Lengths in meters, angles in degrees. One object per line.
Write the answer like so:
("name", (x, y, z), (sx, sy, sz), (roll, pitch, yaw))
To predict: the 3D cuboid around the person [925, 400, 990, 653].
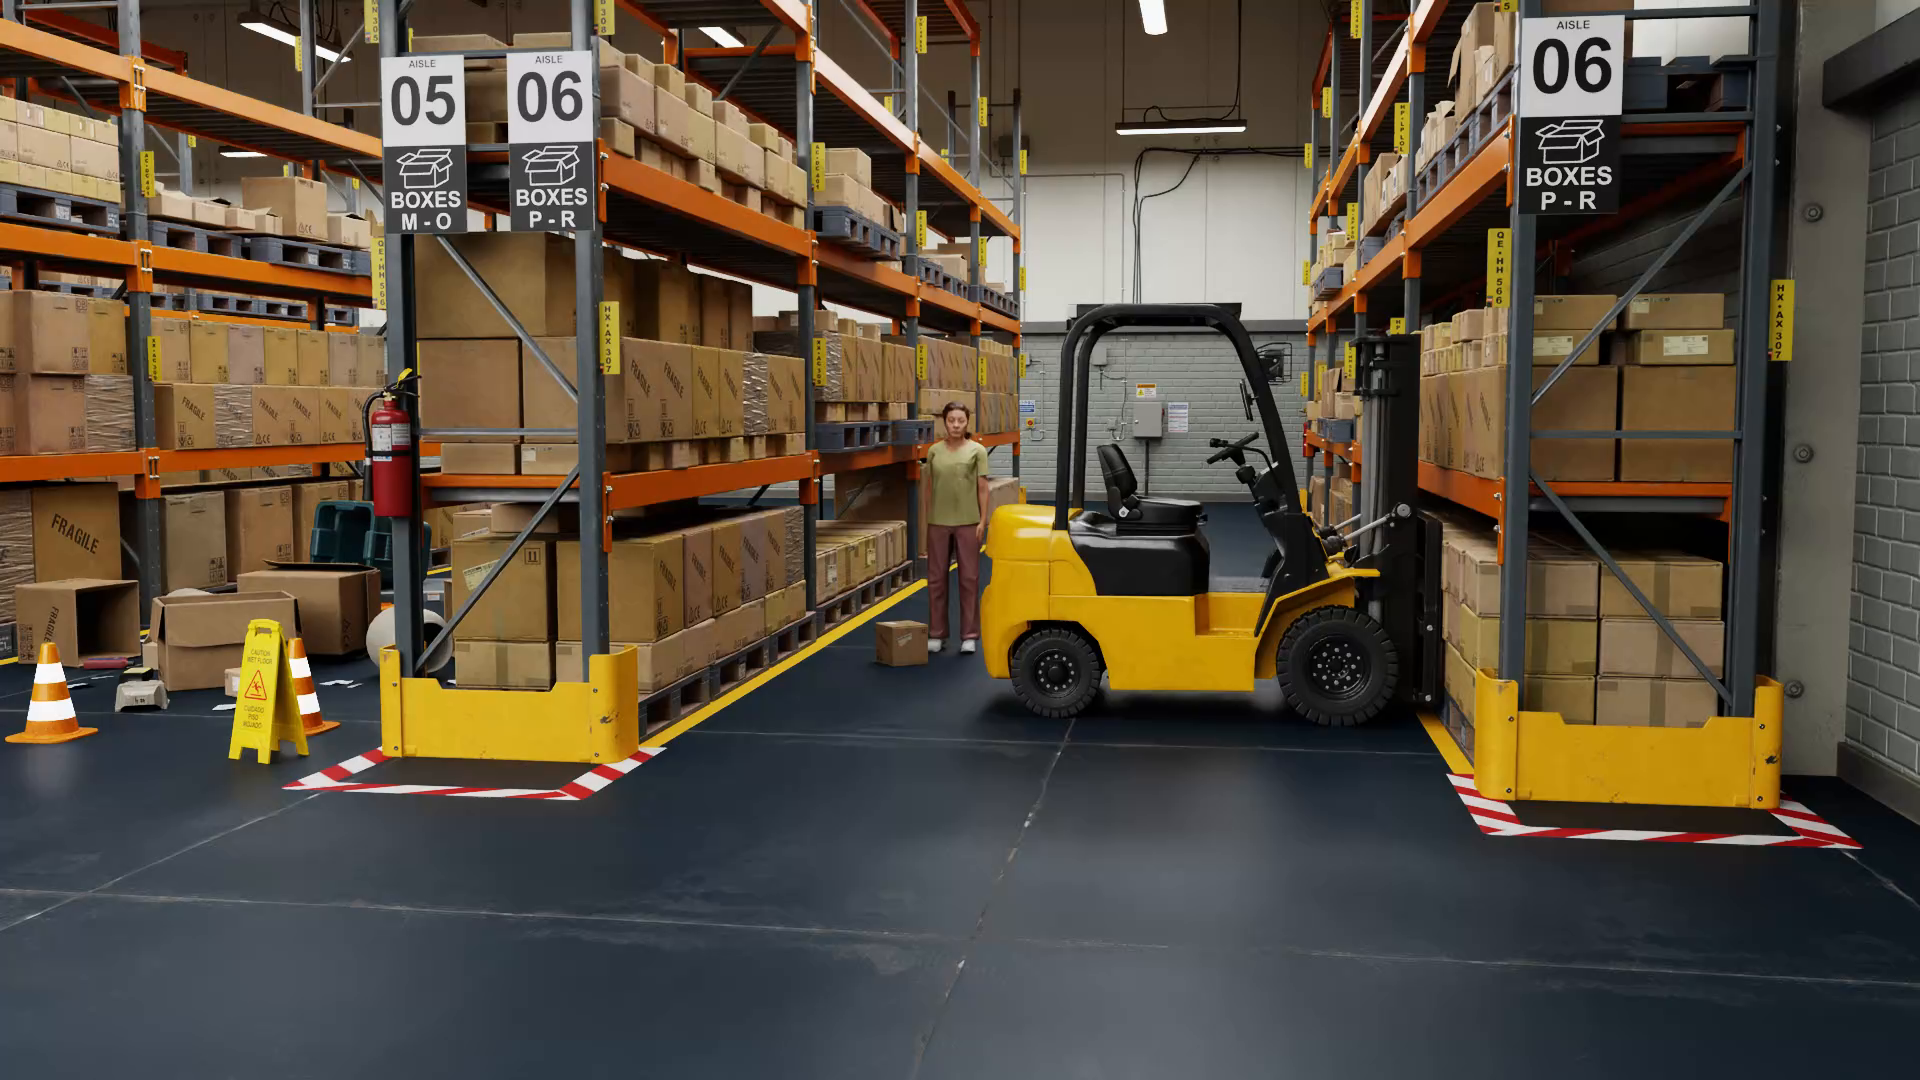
("person", (-0.025, -0.093, 11.073), (0.441, 1.672, 0.359), (1, 5, 10))
